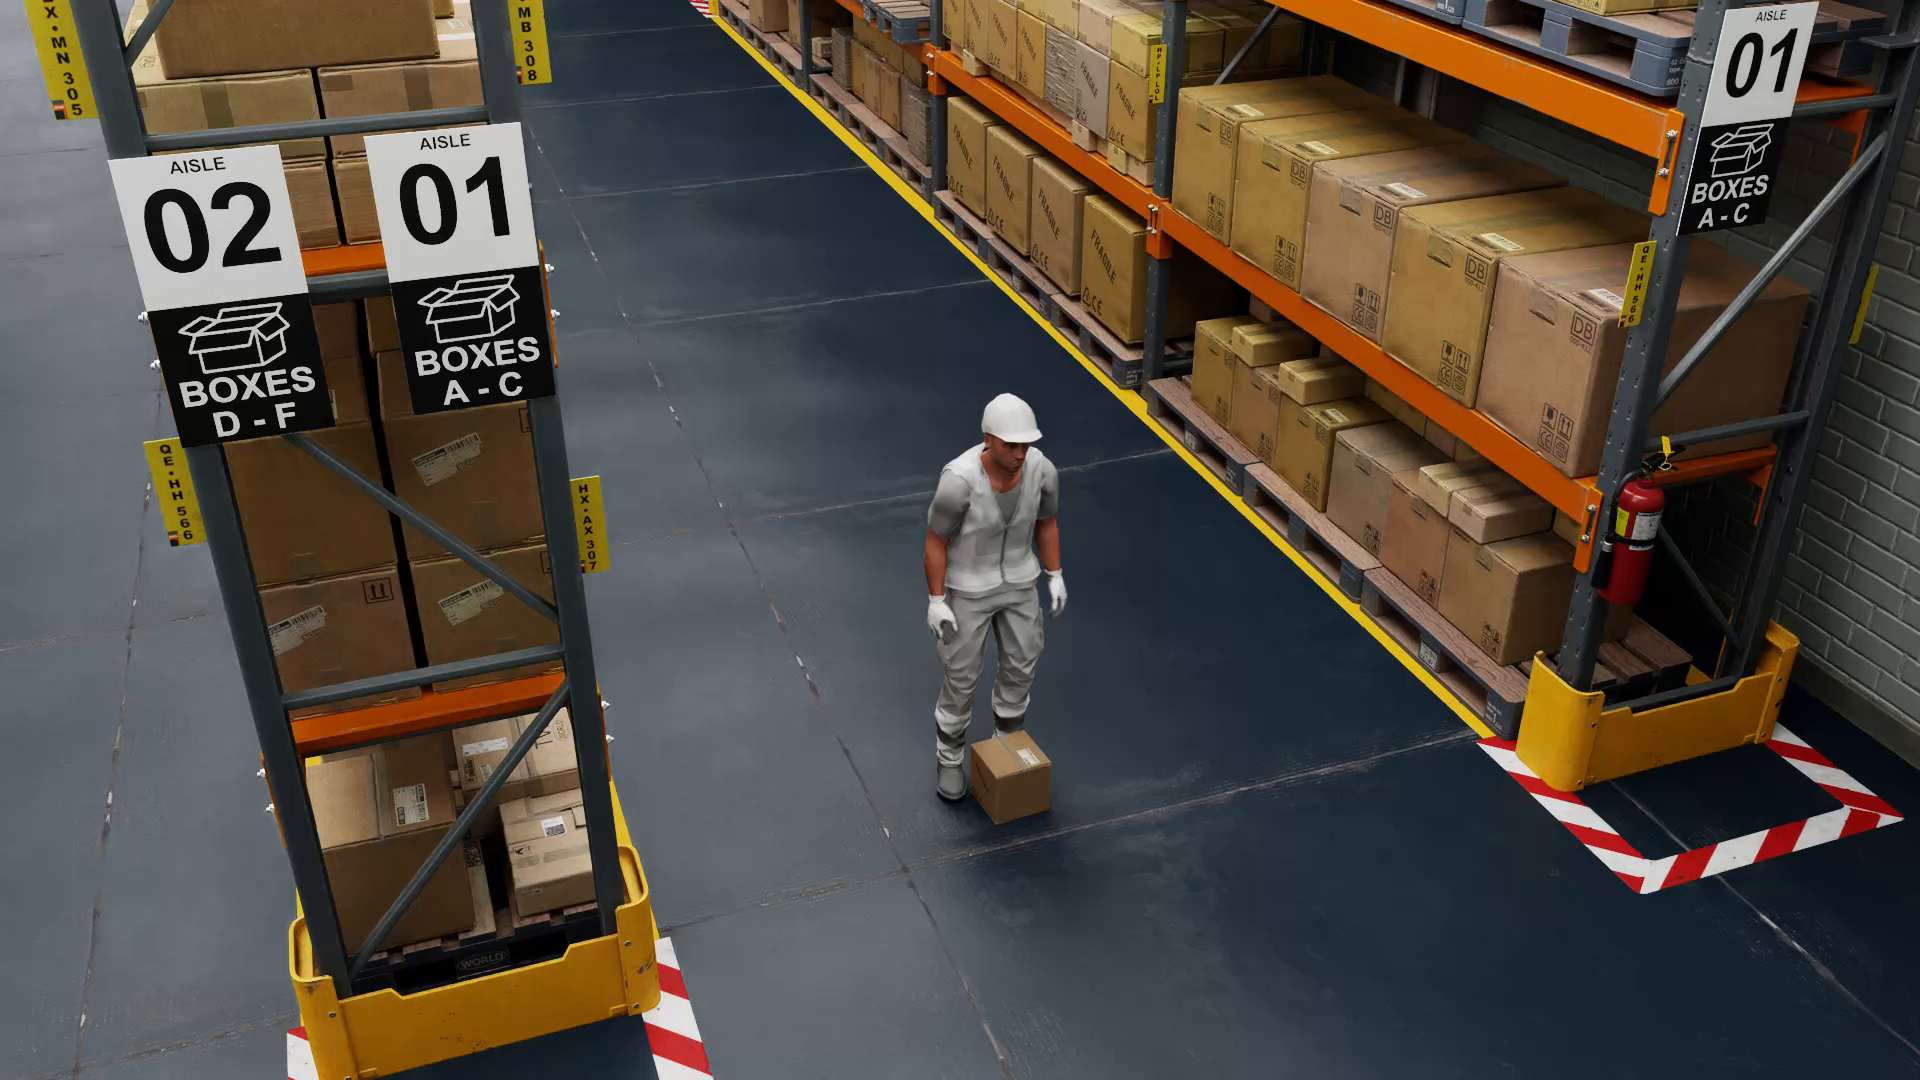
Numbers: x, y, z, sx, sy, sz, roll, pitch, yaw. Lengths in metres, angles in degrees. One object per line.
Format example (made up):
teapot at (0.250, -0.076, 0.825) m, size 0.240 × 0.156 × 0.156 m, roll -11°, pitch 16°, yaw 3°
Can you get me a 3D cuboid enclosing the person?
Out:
person at (0.146, 0.214, 6.734) m, size 0.622 × 1.781 × 0.445 m, roll -12°, pitch 32°, yaw -20°
